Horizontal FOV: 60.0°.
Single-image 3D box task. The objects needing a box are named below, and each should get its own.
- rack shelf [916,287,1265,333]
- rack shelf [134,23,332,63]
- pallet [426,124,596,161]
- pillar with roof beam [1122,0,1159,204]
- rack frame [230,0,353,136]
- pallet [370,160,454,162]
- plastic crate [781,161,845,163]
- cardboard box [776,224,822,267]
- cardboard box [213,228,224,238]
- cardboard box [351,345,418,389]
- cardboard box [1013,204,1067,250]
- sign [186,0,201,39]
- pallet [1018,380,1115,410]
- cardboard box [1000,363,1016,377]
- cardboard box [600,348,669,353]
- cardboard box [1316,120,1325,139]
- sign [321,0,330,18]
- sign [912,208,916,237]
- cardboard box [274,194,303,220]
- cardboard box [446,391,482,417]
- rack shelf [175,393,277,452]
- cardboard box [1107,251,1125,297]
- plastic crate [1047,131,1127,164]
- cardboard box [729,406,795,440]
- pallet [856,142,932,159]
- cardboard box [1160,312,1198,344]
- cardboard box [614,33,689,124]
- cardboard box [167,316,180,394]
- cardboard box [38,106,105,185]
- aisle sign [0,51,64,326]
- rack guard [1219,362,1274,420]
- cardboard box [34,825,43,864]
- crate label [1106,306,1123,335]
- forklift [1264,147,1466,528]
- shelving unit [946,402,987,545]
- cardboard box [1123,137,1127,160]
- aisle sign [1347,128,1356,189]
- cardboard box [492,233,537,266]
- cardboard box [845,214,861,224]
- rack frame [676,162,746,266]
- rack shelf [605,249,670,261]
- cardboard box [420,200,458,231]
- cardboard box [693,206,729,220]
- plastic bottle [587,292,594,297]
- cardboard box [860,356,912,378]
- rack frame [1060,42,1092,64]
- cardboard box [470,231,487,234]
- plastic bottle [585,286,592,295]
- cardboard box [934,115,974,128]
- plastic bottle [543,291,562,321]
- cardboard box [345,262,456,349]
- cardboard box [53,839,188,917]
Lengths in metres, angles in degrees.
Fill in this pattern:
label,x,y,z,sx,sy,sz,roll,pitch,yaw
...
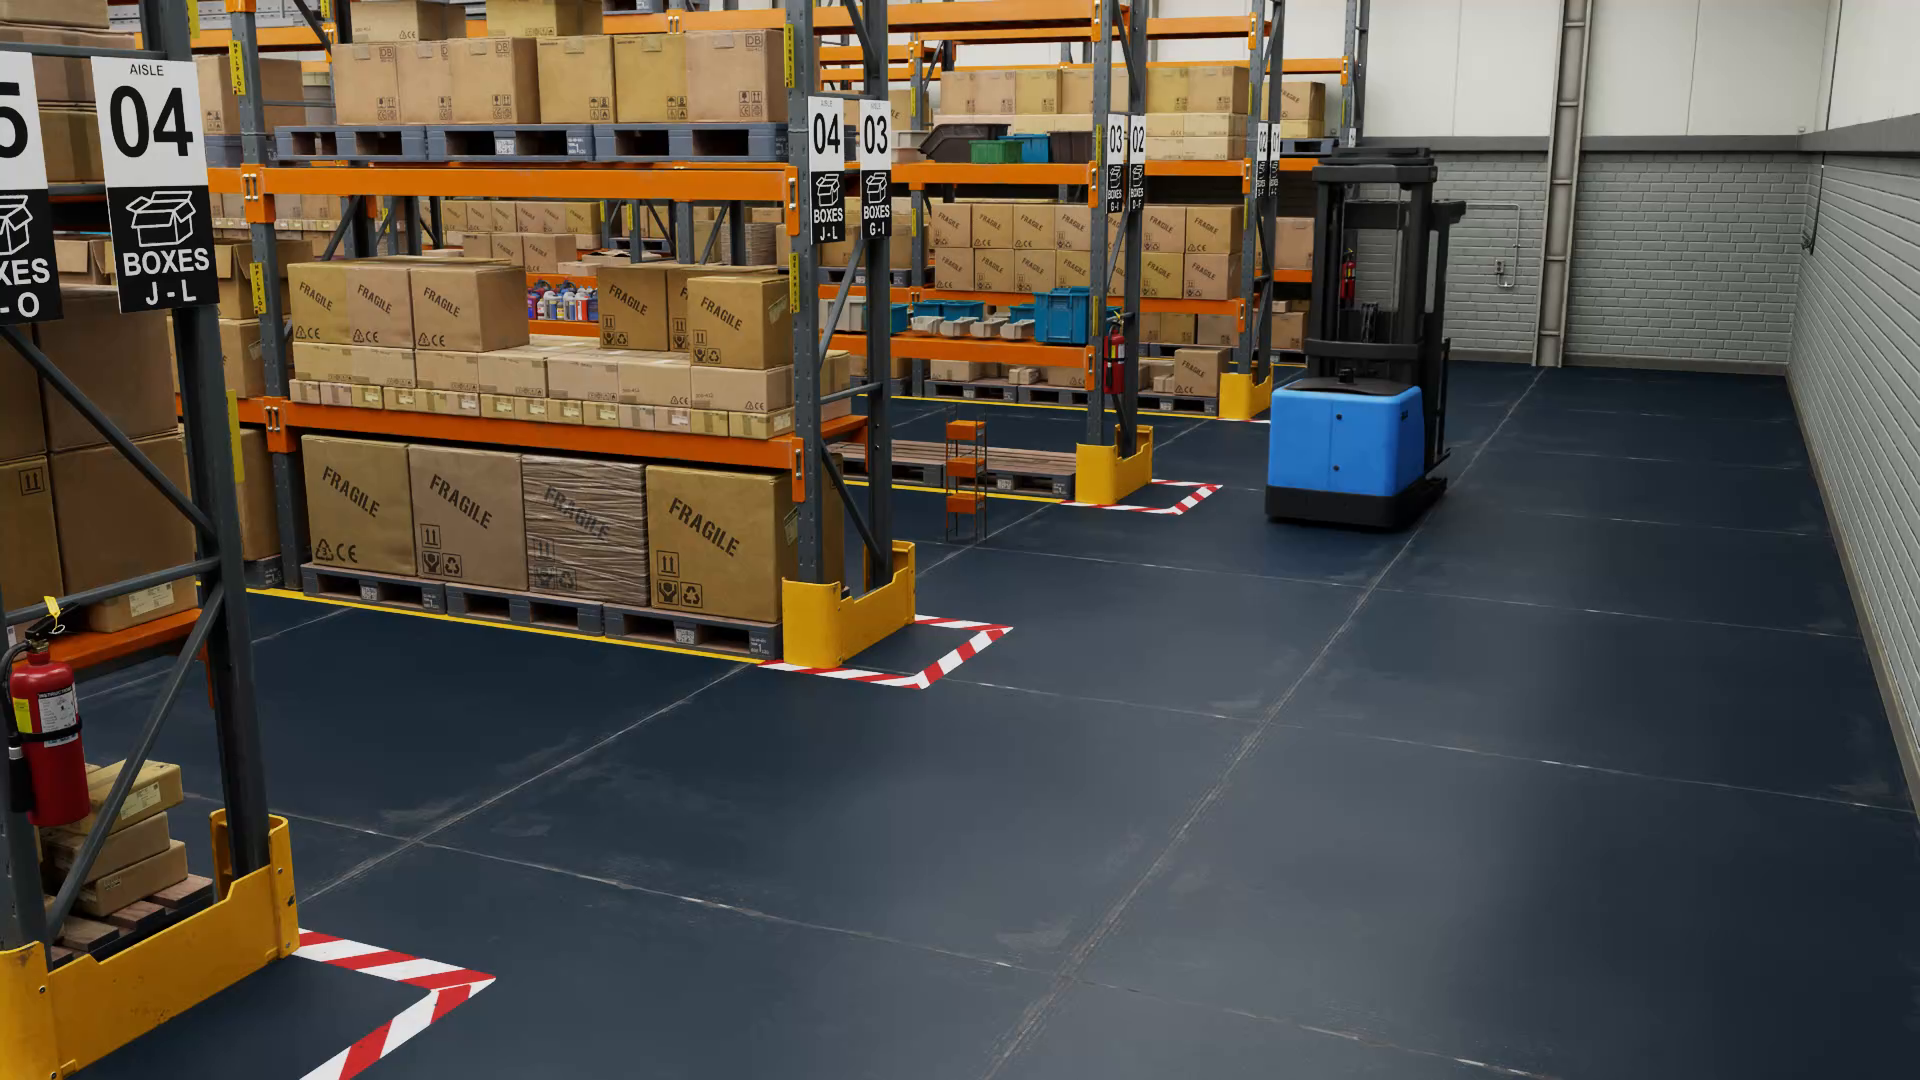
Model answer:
label,x,y,z,sx,sy,sz,roll,pitch,yaw
rack shelf,1.508,-2.754,19.501,4.000,0.370,1.077,6,14,23
rack shelf,-7.816,-5.186,17.609,4.000,0.370,1.077,6,14,23
pallet,-2.482,-2.447,10.245,1.213,0.211,1.003,6,14,23
pillar with roof beam,0.929,-6.462,20.595,0.400,9.000,9.100,6,14,23
rack frame,-4.337,-4.141,10.706,0.127,3.000,1.000,6,14,23
pallet,-5.328,-3.903,16.668,1.213,0.211,1.003,6,14,23
plastic crate,-1.306,-3.480,14.739,0.590,0.269,0.497,6,14,23
cardboard box,-1.961,-3.693,20.790,0.500,0.500,0.700,2,13,9
cardboard box,-10.871,-4.403,24.733,0.500,0.500,0.700,6,14,23
cardboard box,-3.561,-1.147,10.756,0.500,0.250,0.500,6,14,23
cardboard box,0.938,-3.627,19.240,0.500,0.500,0.500,5,14,22
sign,-2.561,-1.823,5.480,0.005,0.325,0.100,6,14,23
pallet,1.426,-1.756,19.775,1.213,0.211,1.003,6,14,23
cardboard box,0.682,-2.100,20.417,0.250,0.149,0.380,6,14,23
cardboard box,-1.945,-1.117,10.627,0.500,0.250,0.500,5,14,21
cardboard box,4.771,-5.714,23.163,0.500,0.250,0.500,7,15,26
sign,-6.204,-5.273,16.237,0.005,0.325,0.100,6,14,23
sign,-0.542,-3.737,19.580,0.005,0.325,0.100,6,14,23
cardboard box,-9.420,-4.889,23.966,0.500,0.500,0.700,6,14,23
cardboard box,-3.016,-0.882,10.497,0.250,0.149,0.380,6,14,24
rack shelf,-6.165,-1.056,12.262,4.000,0.370,1.077,6,14,23
cardboard box,1.887,-3.047,18.956,0.500,0.500,0.500,6,14,24
plastic crate,1.087,-3.376,14.295,0.590,0.269,0.497,6,14,23
cardboard box,-1.139,-0.693,9.690,0.250,0.149,0.380,6,15,24
pallet,-0.889,-4.733,20.206,1.003,0.211,1.213,6,14,23
cardboard box,3.251,-3.126,24.065,0.500,0.500,0.700,6,15,25
cardboard box,-1.642,-2.727,9.887,0.500,0.500,0.700,5,14,21
cardboard box,-5.325,-1.303,11.523,0.500,0.500,0.500,6,15,25
cardboard box,-3.088,-1.306,5.518,0.500,0.250,0.500,6,15,25
aisle sign,-2.836,-1.020,4.846,0.004,0.787,0.394,6,14,23
rack guard,3.267,-1.710,18.946,0.348,0.500,1.175,6,14,23
cardboard box,-3.368,1.074,5.632,0.250,0.149,0.380,6,14,24
crate label,1.234,-1.925,14.626,0.303,0.233,0.416,6,14,23
forklift,3.570,-1.811,14.057,1.130,2.935,3.031,7,15,27
shelving unit,0.049,-0.506,12.614,0.252,1.050,0.215,6,14,23
cardboard box,1.845,-4.391,18.665,0.500,0.250,0.500,6,14,23
aisle sign,5.284,-5.151,22.449,0.004,0.787,0.394,6,14,23
cardboard box,-6.000,-3.909,22.628,0.500,0.500,0.500,6,14,23
cardboard box,-1.635,-4.800,25.729,0.500,0.500,0.500,6,15,25
rack frame,-2.331,-2.255,15.800,0.127,3.000,1.000,6,14,23
rack shelf,-3.804,-4.530,27.067,4.000,0.370,1.077,6,14,23
cardboard box,-8.975,-5.630,28.824,0.500,0.500,0.500,6,14,23
cardboard box,-4.058,-5.166,27.022,0.500,0.500,0.700,8,15,31
plastic bottle,-3.584,-2.270,16.144,0.097,0.271,0.097,0,13,0
cardboard box,-0.888,-2.273,20.383,0.500,0.500,0.500,6,14,23
rack frame,1.682,-7.245,23.933,0.127,3.000,1.000,6,14,23
cardboard box,-8.028,-5.167,28.492,0.500,0.250,0.500,6,14,22
plastic bottle,-3.753,-2.439,16.863,0.097,0.271,0.097,0,13,0
cardboard box,0.023,-4.823,19.412,0.500,0.250,0.500,6,14,23
plastic bottle,-3.952,-2.278,16.169,0.135,0.276,0.152,6,14,23
cardboard box,-3.555,-1.513,10.671,0.500,0.500,0.500,6,14,23
cardboard box,-3.130,1.244,6.208,0.250,0.149,0.380,6,15,24
